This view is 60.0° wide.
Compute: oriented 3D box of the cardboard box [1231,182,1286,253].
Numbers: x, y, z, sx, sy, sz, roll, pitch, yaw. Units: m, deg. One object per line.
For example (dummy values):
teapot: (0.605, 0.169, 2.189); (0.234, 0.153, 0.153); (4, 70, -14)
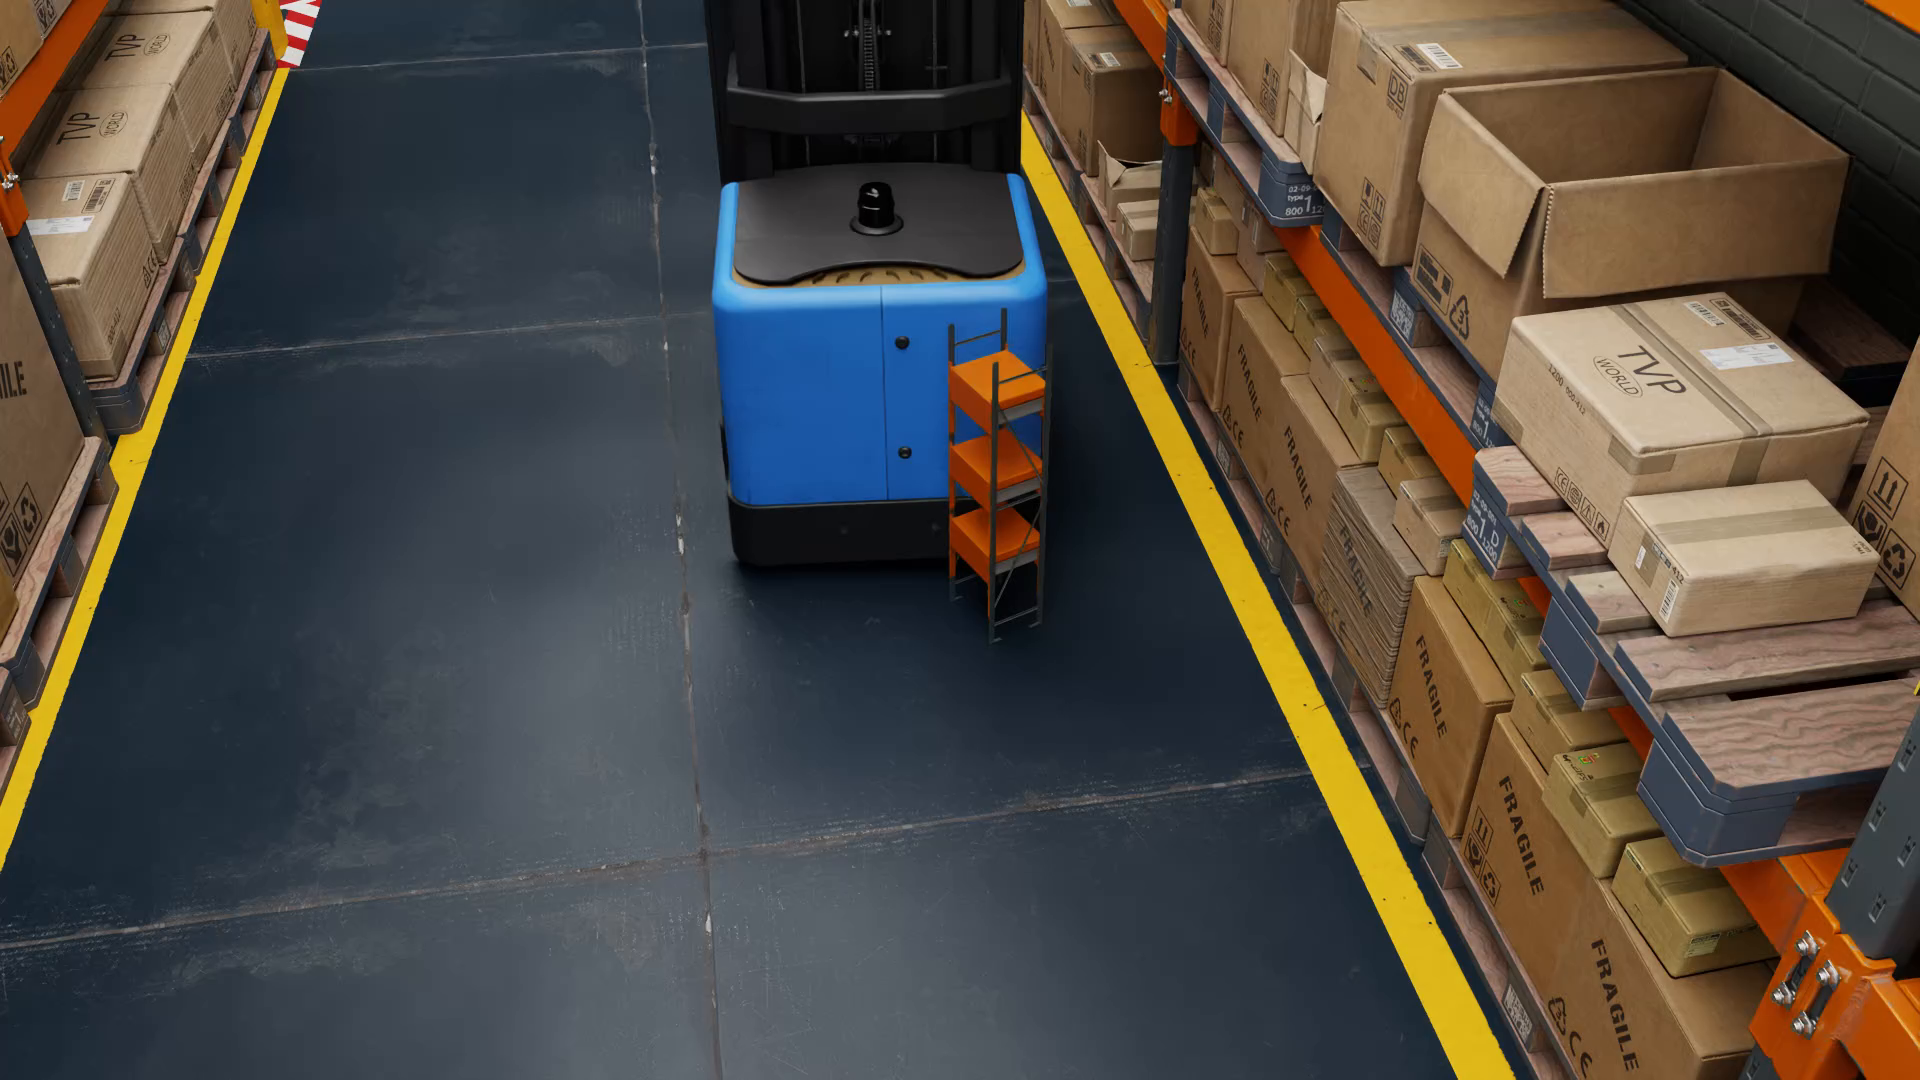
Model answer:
cardboard box: (1.152, -1.118, 5.668); (0.380, 0.149, 0.250); (-8, 39, -10)

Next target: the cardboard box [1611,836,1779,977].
cardboard box: (1.623, 0.747, 3.510); (0.380, 0.149, 0.250); (-8, 39, -10)

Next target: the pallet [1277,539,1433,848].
pallet: (1.655, 0.364, 5.109); (1.003, 0.211, 1.213); (-6, 38, -8)

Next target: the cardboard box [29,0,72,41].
cardboard box: (-3.537, -2.082, 5.904); (0.500, 0.500, 0.500); (-6, 38, -8)

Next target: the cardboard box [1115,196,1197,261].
cardboard box: (0.871, -1.308, 6.970); (0.380, 0.149, 0.250); (-7, 38, -9)

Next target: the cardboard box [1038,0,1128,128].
cardboard box: (0.676, -2.327, 7.996); (0.500, 0.500, 0.500); (-6, 38, -7)

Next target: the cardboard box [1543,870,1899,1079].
cardboard box: (1.673, 1.042, 3.659); (0.500, 0.500, 0.500); (-5, 38, -7)

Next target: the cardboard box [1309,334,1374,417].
cardboard box: (1.308, -0.521, 5.142); (0.380, 0.149, 0.250); (-6, 38, -8)

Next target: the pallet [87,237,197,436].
pallet: (-3.685, -0.793, 6.599); (1.003, 0.211, 1.213); (-6, 38, -8)

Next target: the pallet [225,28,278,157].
pallet: (-4.112, -2.267, 8.496); (1.003, 0.211, 1.213); (-6, 38, -8)

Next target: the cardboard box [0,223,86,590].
cardboard box: (-3.441, -0.388, 5.193); (0.875, 0.875, 0.875); (-5, 38, -7)

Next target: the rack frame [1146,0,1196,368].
rack frame: (1.258, -1.963, 5.832); (1.000, 3.000, 0.127); (-6, 38, -8)

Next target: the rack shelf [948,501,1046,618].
rack shelf: (0.116, 0.050, 5.300); (0.215, 0.259, 0.240); (-20, 42, -24)

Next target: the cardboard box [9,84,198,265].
cardboard box: (-3.790, -1.512, 6.998); (0.875, 0.438, 0.875); (-7, 38, -9)

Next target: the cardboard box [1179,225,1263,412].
cardboard box: (1.121, -0.825, 6.062); (0.500, 0.500, 0.500); (-5, 38, -6)

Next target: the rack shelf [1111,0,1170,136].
rack shelf: (0.907, -2.887, 7.607); (1.077, 0.370, 4.000); (-6, 38, -8)

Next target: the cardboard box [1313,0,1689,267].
cardboard box: (1.351, -1.065, 4.252); (0.700, 0.500, 0.500); (-6, 38, -8)

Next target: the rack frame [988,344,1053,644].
rack frame: (0.179, -0.114, 5.041); (0.200, 1.050, 0.008); (-20, 42, -24)

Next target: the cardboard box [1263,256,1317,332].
cardboard box: (1.240, -0.840, 5.552); (0.380, 0.149, 0.250); (-8, 39, -10)

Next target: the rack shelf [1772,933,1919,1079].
rack shelf: (2.310, 1.945, 1.387); (1.077, 0.370, 4.000); (-6, 38, -8)

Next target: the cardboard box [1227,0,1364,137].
cardboard box: (1.213, -1.539, 4.862); (0.700, 0.500, 0.500); (-6, 38, -7)

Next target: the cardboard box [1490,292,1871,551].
cardboard box: (1.455, -0.256, 3.414); (0.500, 0.250, 0.500); (-8, 39, -10)

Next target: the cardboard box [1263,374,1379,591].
cardboard box: (1.307, -0.203, 5.261); (0.500, 0.500, 0.500); (-7, 38, -9)

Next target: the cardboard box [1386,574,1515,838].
cardboard box: (1.502, 0.423, 4.456); (0.500, 0.500, 0.500); (-5, 38, -6)

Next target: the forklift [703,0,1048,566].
forklift: (-0.343, -1.960, 5.884); (1.130, 2.935, 3.031); (-3, 38, -3)

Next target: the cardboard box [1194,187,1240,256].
cardboard box: (1.059, -1.152, 5.955); (0.380, 0.149, 0.250); (-5, 38, -6)

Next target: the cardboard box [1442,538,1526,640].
cardboard box: (1.496, 0.107, 4.334); (0.380, 0.149, 0.250); (-7, 38, -9)

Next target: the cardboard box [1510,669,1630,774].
cardboard box: (1.542, 0.422, 3.928); (0.380, 0.149, 0.250); (-7, 38, -9)

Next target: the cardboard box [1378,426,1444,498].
cardboard box: (1.425, -0.211, 4.743); (0.380, 0.149, 0.250); (-6, 38, -8)

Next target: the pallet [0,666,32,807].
pallet: (-3.202, 0.871, 4.457); (1.003, 0.211, 1.213); (-6, 38, -8)

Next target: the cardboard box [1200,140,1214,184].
cardboard box: (1.299, -1.689, 7.461); (0.380, 0.149, 0.250); (-7, 38, -9)

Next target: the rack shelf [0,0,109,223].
rack shelf: (-3.979, -2.351, 6.917); (1.077, 0.370, 4.000); (-6, 38, -8)

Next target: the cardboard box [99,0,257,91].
cardboard box: (-4.115, -2.609, 8.409); (0.875, 0.438, 0.875); (-7, 38, -9)

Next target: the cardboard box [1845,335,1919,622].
cardboard box: (2.023, -0.080, 2.984); (0.500, 0.500, 0.500); (-5, 38, -6)

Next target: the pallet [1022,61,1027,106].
pallet: (0.711, -2.750, 9.118); (1.003, 0.211, 1.213); (-6, 38, -8)

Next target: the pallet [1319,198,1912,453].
pallet: (1.614, -0.645, 4.292); (1.003, 0.211, 1.213); (-6, 38, -8)

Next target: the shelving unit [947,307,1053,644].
shelving unit: (0.116, -0.178, 5.123); (0.215, 1.050, 0.252); (-20, 42, -24)

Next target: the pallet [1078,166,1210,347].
pallet: (1.138, -1.276, 7.221); (1.003, 0.211, 1.213); (-6, 38, -8)

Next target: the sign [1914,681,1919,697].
sign: (1.427, 0.091, 2.308); (0.100, 0.325, 0.005); (-6, 38, -8)
